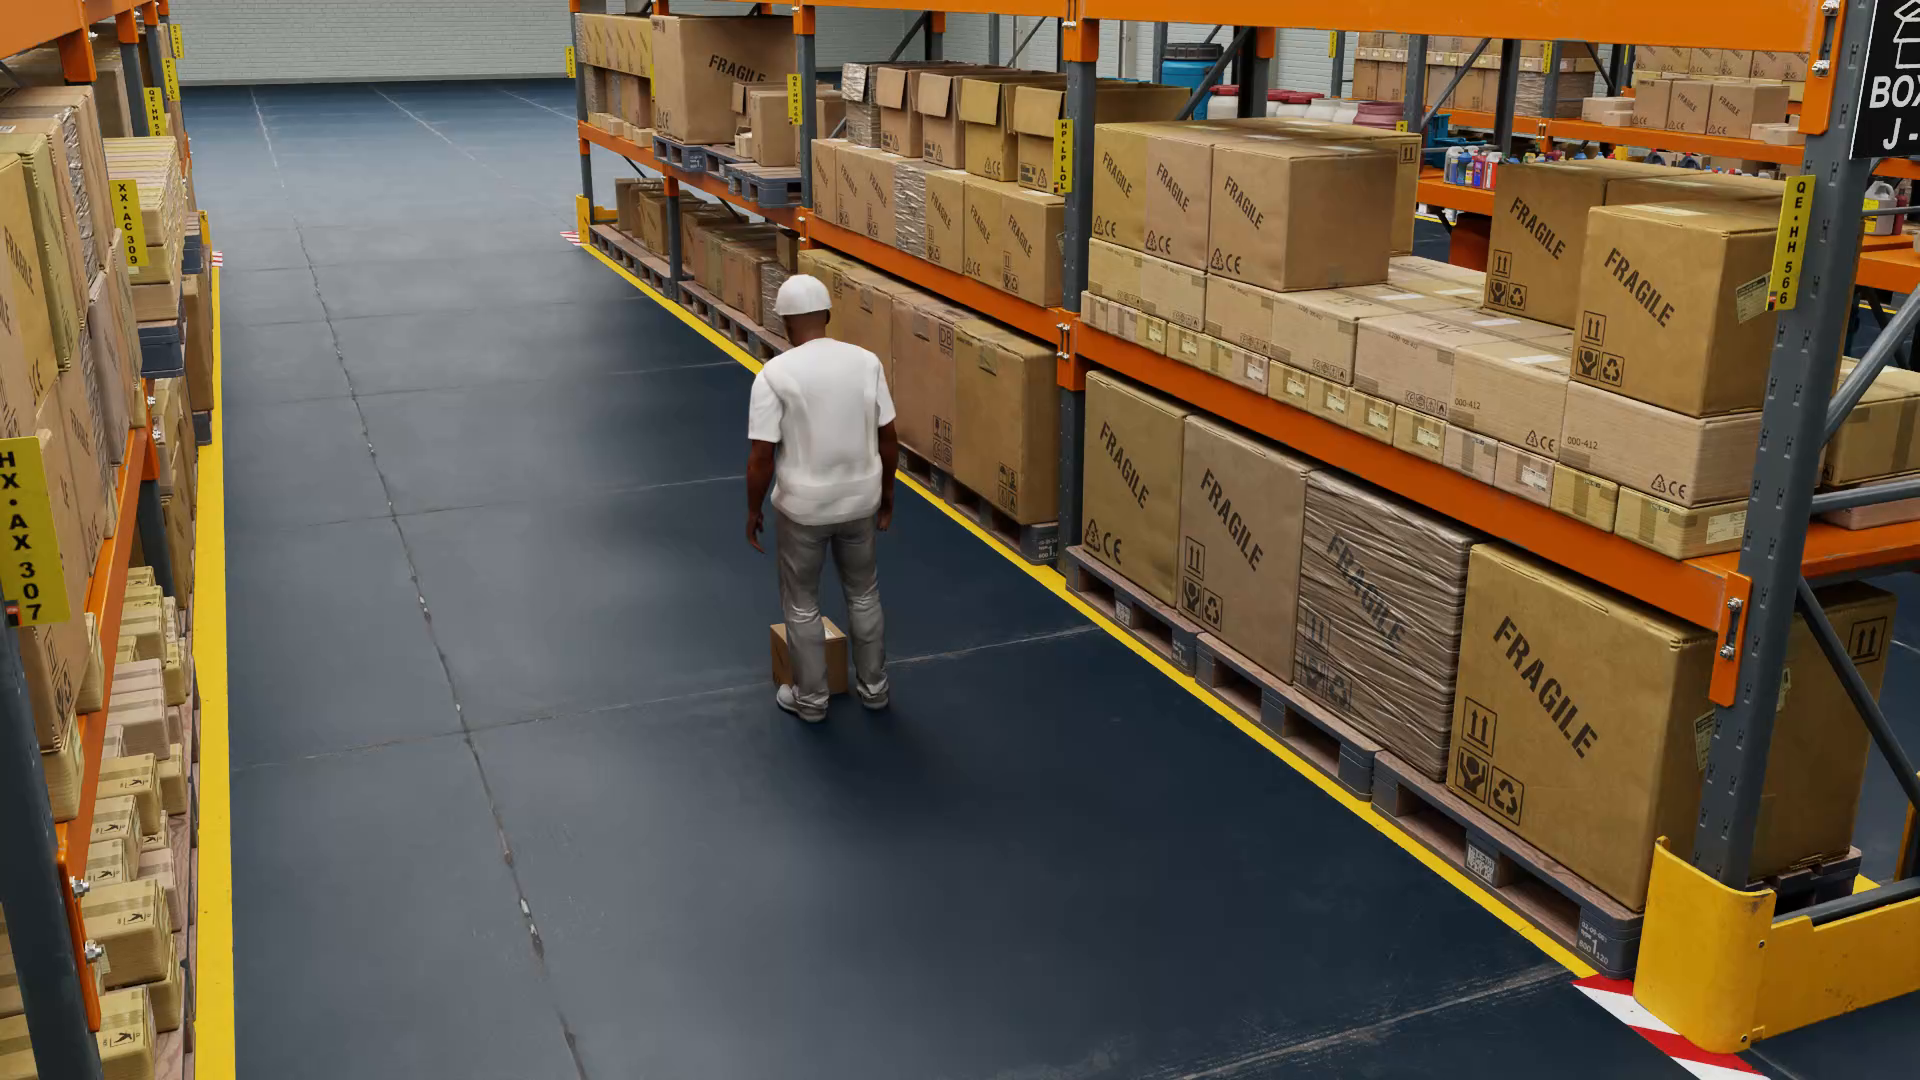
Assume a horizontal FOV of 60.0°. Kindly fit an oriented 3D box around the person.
[{"bbox_3d":[-0.540,-0.153,6.486,0.634,1.759,0.461,-9,21,-25],"label":"person"}]
